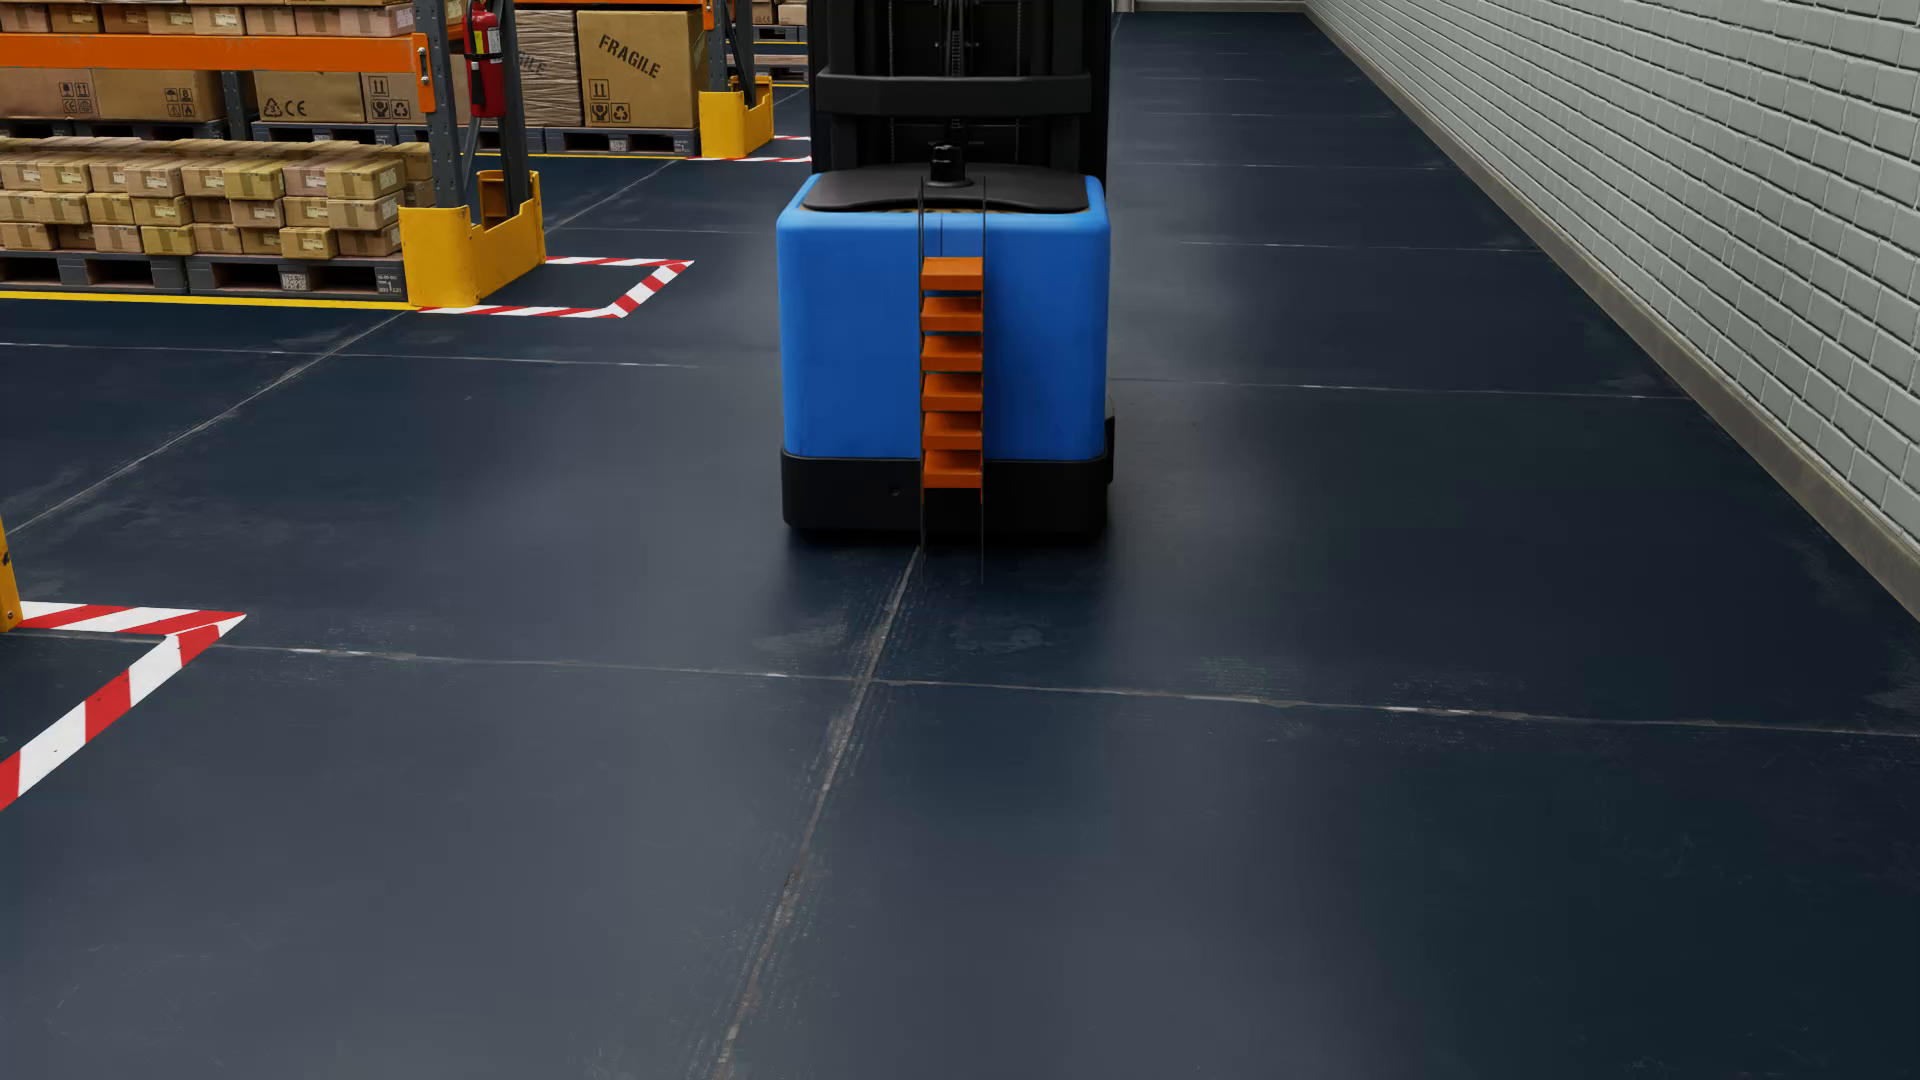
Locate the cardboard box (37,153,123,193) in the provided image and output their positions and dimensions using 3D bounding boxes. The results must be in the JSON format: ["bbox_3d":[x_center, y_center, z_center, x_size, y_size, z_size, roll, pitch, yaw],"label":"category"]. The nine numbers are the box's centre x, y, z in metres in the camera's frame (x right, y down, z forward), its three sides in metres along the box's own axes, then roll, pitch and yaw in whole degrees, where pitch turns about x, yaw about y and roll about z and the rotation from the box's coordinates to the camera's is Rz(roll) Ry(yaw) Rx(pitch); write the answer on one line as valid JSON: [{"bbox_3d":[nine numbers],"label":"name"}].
[{"bbox_3d":[-4.607,-1.933,8.748,0.250,0.149,0.380,3,22,7],"label":"cardboard box"}]

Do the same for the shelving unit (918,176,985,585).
[{"bbox_3d":[-0.022,-0.465,4.984,0.189,1.200,0.258,0,22,1],"label":"shelving unit"}]

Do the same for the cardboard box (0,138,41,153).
[{"bbox_3d":[-5.335,-2.136,9.260,0.250,0.149,0.380,3,22,8],"label":"cardboard box"}]

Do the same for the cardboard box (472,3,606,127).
[{"bbox_3d":[-3.366,-3.833,13.375,0.875,0.875,0.875,2,22,6],"label":"cardboard box"}]

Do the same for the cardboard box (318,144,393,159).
[{"bbox_3d":[-3.270,-2.043,9.024,0.250,0.149,0.380,3,22,7],"label":"cardboard box"}]

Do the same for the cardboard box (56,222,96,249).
[{"bbox_3d":[-4.587,-1.666,8.882,0.250,0.149,0.380,3,22,8],"label":"cardboard box"}]

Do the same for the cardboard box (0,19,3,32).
[{"bbox_3d":[-4.918,-2.667,8.448,0.250,0.149,0.380,3,22,9],"label":"cardboard box"}]

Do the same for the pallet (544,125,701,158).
[{"bbox_3d":[-2.621,-3.297,13.493,1.213,0.211,1.003,2,22,6],"label":"pallet"}]

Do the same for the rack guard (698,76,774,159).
[{"bbox_3d":[-1.794,-3.425,13.422,0.348,0.500,1.175,2,22,6],"label":"rack guard"}]

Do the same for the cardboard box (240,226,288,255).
[{"bbox_3d":[-3.569,-1.615,8.751,0.250,0.149,0.380,2,22,6],"label":"cardboard box"}]

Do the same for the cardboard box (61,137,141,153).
[{"bbox_3d":[-4.786,-2.151,9.298,0.250,0.149,0.380,2,22,4],"label":"cardboard box"}]

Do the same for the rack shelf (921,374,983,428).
[{"bbox_3d":[-0.022,-0.424,5.000,0.180,0.103,0.258,0,22,1],"label":"rack shelf"}]

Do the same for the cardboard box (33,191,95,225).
[{"bbox_3d":[-4.621,-1.767,8.732,0.250,0.149,0.380,3,22,7],"label":"cardboard box"}]

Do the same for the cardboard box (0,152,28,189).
[{"bbox_3d":[-5.128,-1.940,8.765,0.250,0.149,0.380,3,22,7],"label":"cardboard box"}]

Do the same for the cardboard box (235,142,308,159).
[{"bbox_3d":[-3.761,-2.081,9.120,0.250,0.149,0.380,1,22,4],"label":"cardboard box"}]

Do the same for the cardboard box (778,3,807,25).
[{"bbox_3d":[-2.157,-7.116,22.502,0.500,0.250,0.500,2,22,6],"label":"cardboard box"}]

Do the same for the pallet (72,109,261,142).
[{"bbox_3d":[-6.565,-3.470,13.931,1.213,0.211,1.003,2,22,6],"label":"pallet"}]

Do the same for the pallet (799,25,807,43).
[{"bbox_3d":[-1.515,-6.945,22.721,1.213,0.211,1.003,2,22,6],"label":"pallet"}]

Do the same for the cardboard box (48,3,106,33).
[{"bbox_3d":[-4.393,-2.669,8.453,0.250,0.149,0.380,3,22,7],"label":"cardboard box"}]

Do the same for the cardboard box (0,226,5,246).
[{"bbox_3d":[-5.104,-1.696,8.957,0.250,0.149,0.380,2,22,4],"label":"cardboard box"}]

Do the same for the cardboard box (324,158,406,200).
[{"bbox_3d":[-3.057,-1.858,8.558,0.250,0.149,0.380,3,22,7],"label":"cardboard box"}]

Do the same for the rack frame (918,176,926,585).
[{"bbox_3d":[-0.113,-0.466,4.985,0.006,1.200,0.240,0,22,1],"label":"rack frame"}]

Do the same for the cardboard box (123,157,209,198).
[{"bbox_3d":[-4.095,-1.881,8.614,0.250,0.149,0.380,3,22,8],"label":"cardboard box"}]

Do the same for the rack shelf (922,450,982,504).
[{"bbox_3d":[-0.022,-0.200,5.088,0.180,0.103,0.258,0,22,1],"label":"rack shelf"}]

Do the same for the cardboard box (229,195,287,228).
[{"bbox_3d":[-3.576,-1.730,8.638,0.250,0.149,0.380,2,22,4],"label":"cardboard box"}]

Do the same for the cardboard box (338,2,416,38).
[{"bbox_3d":[-2.859,-2.576,8.217,0.250,0.149,0.380,3,22,6],"label":"cardboard box"}]

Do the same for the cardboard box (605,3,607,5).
[{"bbox_3d":[-5.144,-7.337,22.719,0.500,0.500,0.500,2,22,6],"label":"cardboard box"}]

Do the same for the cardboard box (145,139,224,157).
[{"bbox_3d":[-4.291,-2.124,9.230,0.250,0.149,0.380,3,22,7],"label":"cardboard box"}]

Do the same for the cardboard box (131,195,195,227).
[{"bbox_3d":[-4.092,-1.748,8.683,0.250,0.149,0.380,3,22,7],"label":"cardboard box"}]

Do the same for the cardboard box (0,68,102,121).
[{"bbox_3d":[-7.315,-4.027,13.865,0.875,0.875,1.225,2,22,4],"label":"cardboard box"}]

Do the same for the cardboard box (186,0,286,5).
[{"bbox_3d":[-3.489,-2.916,8.196,0.500,0.500,0.500,2,22,5],"label":"cardboard box"}]

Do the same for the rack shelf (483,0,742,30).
[{"bbox_3d":[-3.804,-4.340,13.317,4.000,0.370,1.077,2,22,6],"label":"rack shelf"}]

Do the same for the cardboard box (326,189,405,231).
[{"bbox_3d":[-3.059,-1.708,8.583,0.250,0.149,0.380,2,22,5],"label":"cardboard box"}]

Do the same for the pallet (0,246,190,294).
[{"bbox_3d":[-4.588,-1.590,9.174,1.213,0.211,1.003,2,22,6],"label":"pallet"}]

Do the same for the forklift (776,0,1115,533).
[{"bbox_3d":[0.008,-1.880,6.208,1.130,2.935,3.031,1,22,2],"label":"forklift"}]

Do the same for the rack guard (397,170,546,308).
[{"bbox_3d":[-2.577,-1.623,8.864,0.348,0.500,1.175,2,22,6],"label":"rack guard"}]

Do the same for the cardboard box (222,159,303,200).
[{"bbox_3d":[-3.572,-1.855,8.549,0.250,0.149,0.380,2,22,5],"label":"cardboard box"}]

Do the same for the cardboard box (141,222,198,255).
[{"bbox_3d":[-4.076,-1.609,8.736,0.250,0.149,0.380,2,22,4],"label":"cardboard box"}]

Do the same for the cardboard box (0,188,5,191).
[{"bbox_3d":[-5.106,-1.821,8.869,0.250,0.149,0.380,4,22,9],"label":"cardboard box"}]

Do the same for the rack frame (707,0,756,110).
[{"bbox_3d":[-1.818,-4.588,12.966,0.127,3.000,1.000,2,22,6],"label":"rack frame"}]

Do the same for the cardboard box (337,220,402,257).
[{"bbox_3d":[-3.049,-1.598,8.708,0.250,0.149,0.380,3,22,7],"label":"cardboard box"}]

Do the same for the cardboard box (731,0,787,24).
[{"bbox_3d":[-2.754,-7.342,22.729,0.637,0.503,0.797,2,22,6],"label":"cardboard box"}]

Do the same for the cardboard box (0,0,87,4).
[{"bbox_3d":[-4.488,-2.960,8.306,0.500,0.500,0.500,4,22,9],"label":"cardboard box"}]

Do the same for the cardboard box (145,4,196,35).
[{"bbox_3d":[-3.867,-2.630,8.355,0.250,0.149,0.380,2,22,4],"label":"cardboard box"}]

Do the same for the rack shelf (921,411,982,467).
[{"bbox_3d":[-0.022,-0.312,5.044,0.180,0.103,0.258,0,22,1],"label":"rack shelf"}]

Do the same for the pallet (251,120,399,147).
[{"bbox_3d":[-5.044,-3.403,13.760,1.213,0.211,1.003,2,22,6],"label":"pallet"}]

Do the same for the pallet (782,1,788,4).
[{"bbox_3d":[-3.295,-8.828,27.484,1.213,0.211,1.003,2,22,6],"label":"pallet"}]

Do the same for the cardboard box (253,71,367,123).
[{"bbox_3d":[-5.144,-3.911,13.571,0.875,0.875,0.875,2,22,6],"label":"cardboard box"}]

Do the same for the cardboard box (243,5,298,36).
[{"bbox_3d":[-3.352,-2.606,8.292,0.250,0.149,0.380,2,22,6],"label":"cardboard box"}]
